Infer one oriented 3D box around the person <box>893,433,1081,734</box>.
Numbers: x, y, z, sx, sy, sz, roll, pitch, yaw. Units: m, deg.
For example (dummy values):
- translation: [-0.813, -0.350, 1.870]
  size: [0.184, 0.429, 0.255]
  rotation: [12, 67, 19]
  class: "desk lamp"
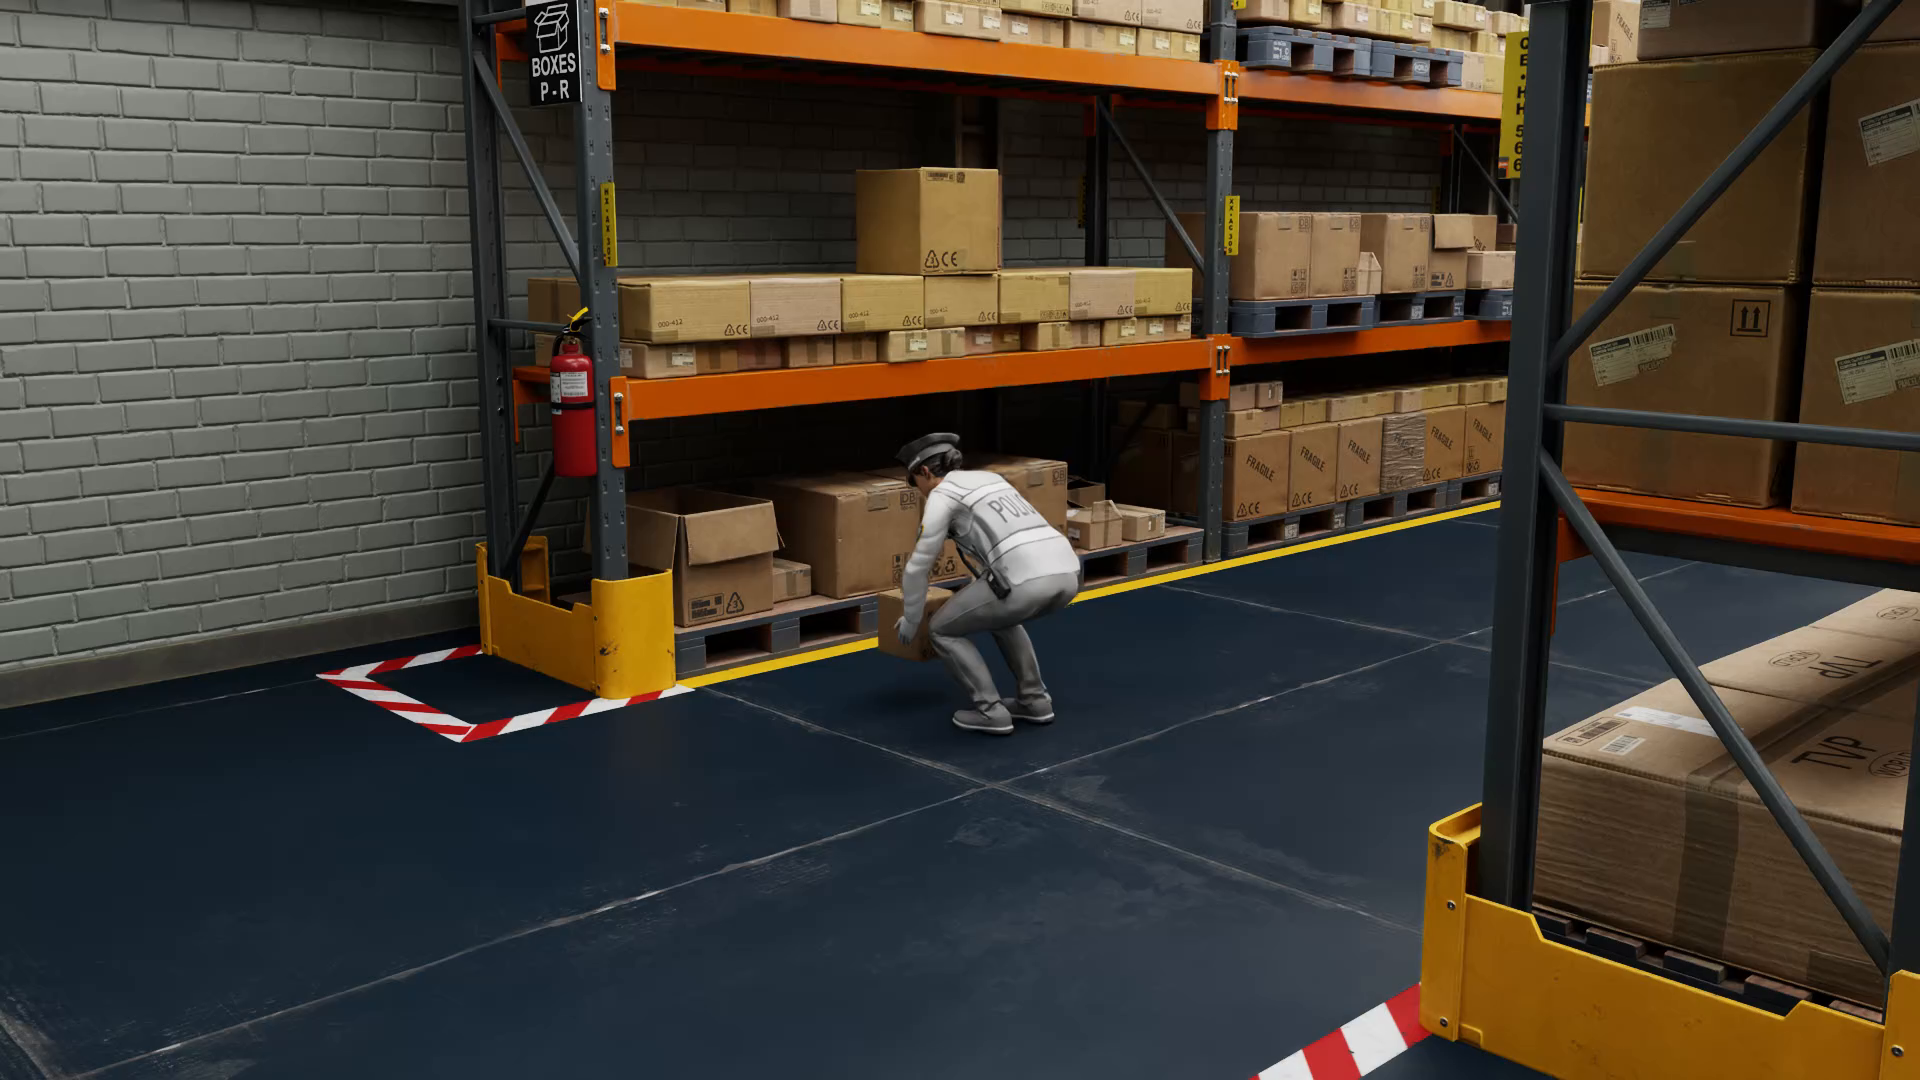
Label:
- translation: [0.078, 0.163, 6.503]
  size: [0.516, 1.135, 0.802]
  rotation: [-10, 15, -43]
  class: "person"
